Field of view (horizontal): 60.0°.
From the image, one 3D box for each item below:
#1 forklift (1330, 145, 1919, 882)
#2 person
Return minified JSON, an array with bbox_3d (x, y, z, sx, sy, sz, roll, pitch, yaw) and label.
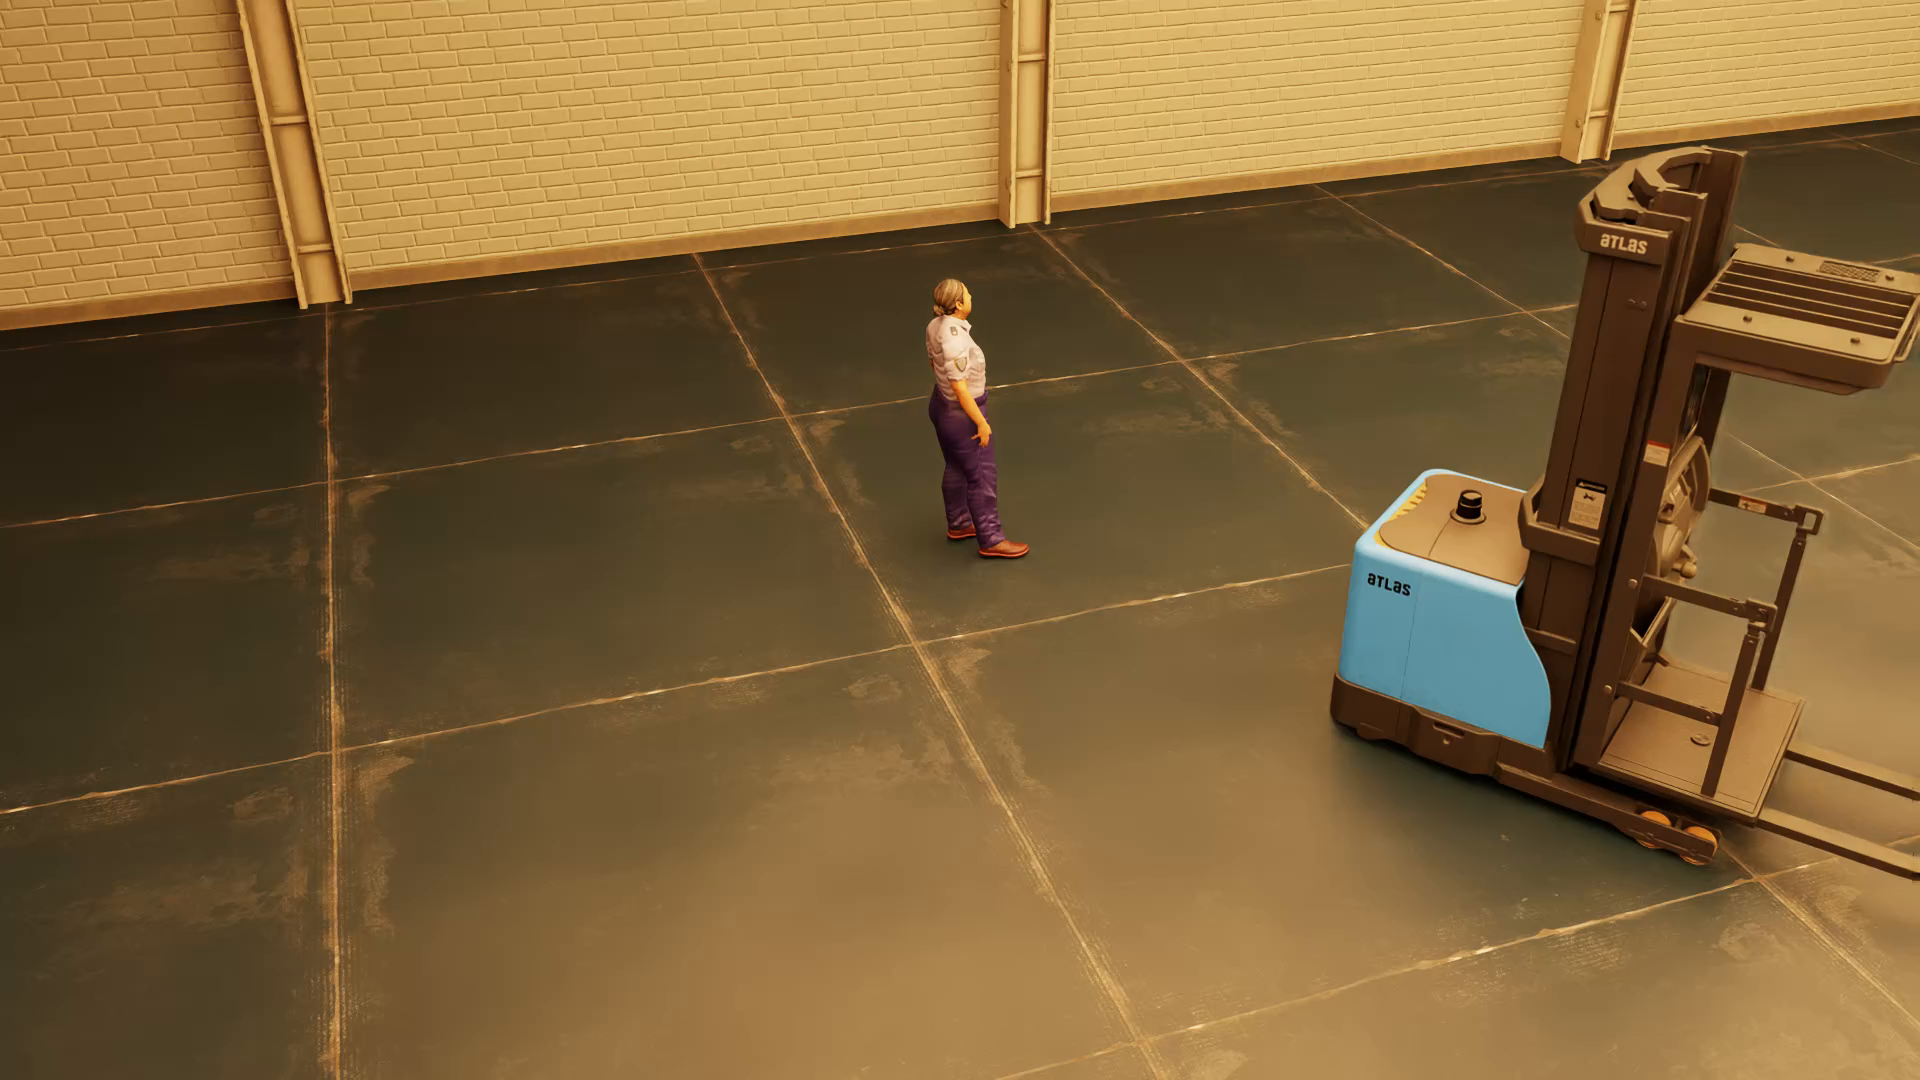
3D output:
[{"bbox_3d":[3.366,-0.112,7.282,3.031,2.935,1.130,19,35,29],"label":"forklift"},{"bbox_3d":[0.093,-0.723,9.617,0.502,1.651,0.598,-10,31,-16],"label":"person"}]
